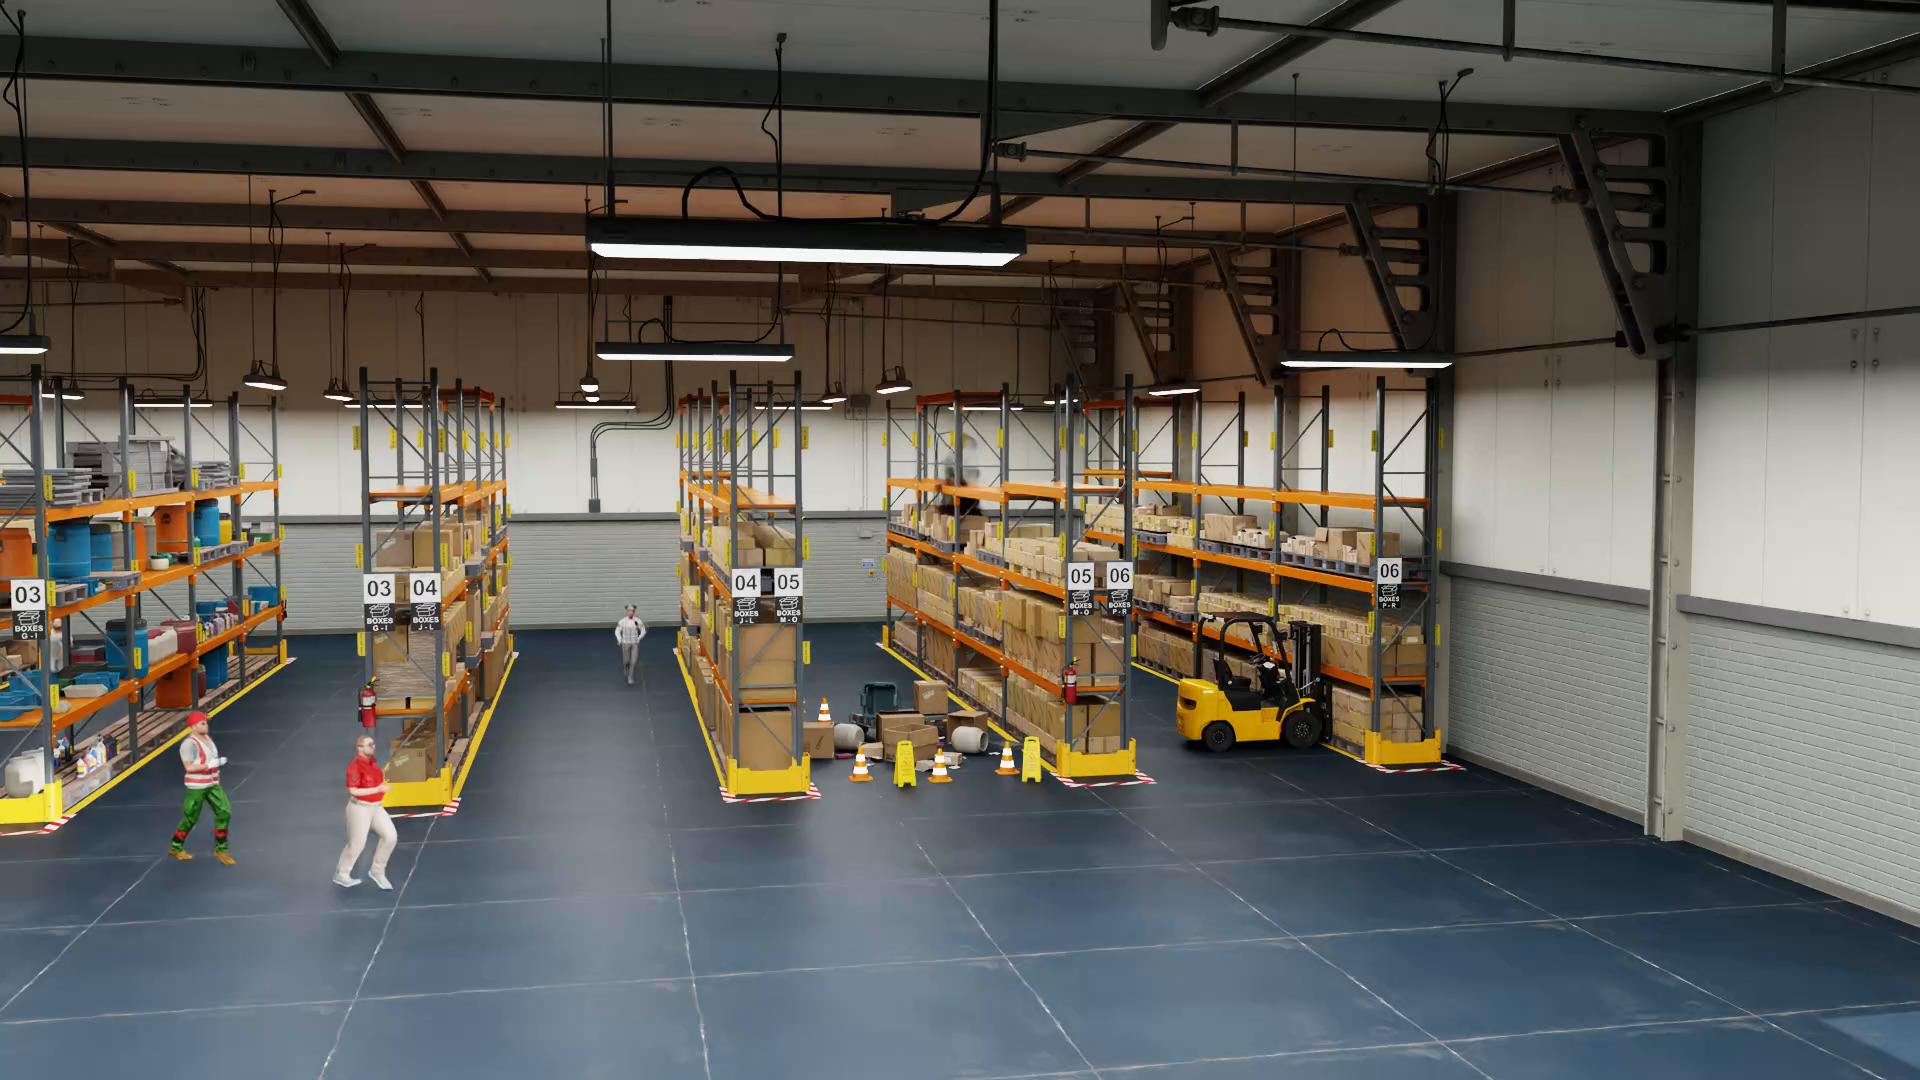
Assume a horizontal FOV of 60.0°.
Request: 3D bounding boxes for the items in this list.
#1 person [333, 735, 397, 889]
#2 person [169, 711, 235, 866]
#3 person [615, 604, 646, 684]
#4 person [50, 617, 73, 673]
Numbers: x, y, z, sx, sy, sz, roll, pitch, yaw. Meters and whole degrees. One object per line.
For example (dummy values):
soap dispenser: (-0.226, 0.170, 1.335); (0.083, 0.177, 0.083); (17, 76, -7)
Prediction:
person: (-6.595, 3.057, 18.506); (0.801, 1.772, 0.607); (1, 4, 15)
person: (-8.939, 2.935, 19.590); (0.799, 1.845, 0.648); (1, 4, 15)
person: (-6.796, 2.141, 34.352); (0.631, 1.646, 0.544); (-1, 3, -12)
person: (-17.269, 2.295, 31.794); (0.563, 1.695, 0.587); (-1, 4, -22)
